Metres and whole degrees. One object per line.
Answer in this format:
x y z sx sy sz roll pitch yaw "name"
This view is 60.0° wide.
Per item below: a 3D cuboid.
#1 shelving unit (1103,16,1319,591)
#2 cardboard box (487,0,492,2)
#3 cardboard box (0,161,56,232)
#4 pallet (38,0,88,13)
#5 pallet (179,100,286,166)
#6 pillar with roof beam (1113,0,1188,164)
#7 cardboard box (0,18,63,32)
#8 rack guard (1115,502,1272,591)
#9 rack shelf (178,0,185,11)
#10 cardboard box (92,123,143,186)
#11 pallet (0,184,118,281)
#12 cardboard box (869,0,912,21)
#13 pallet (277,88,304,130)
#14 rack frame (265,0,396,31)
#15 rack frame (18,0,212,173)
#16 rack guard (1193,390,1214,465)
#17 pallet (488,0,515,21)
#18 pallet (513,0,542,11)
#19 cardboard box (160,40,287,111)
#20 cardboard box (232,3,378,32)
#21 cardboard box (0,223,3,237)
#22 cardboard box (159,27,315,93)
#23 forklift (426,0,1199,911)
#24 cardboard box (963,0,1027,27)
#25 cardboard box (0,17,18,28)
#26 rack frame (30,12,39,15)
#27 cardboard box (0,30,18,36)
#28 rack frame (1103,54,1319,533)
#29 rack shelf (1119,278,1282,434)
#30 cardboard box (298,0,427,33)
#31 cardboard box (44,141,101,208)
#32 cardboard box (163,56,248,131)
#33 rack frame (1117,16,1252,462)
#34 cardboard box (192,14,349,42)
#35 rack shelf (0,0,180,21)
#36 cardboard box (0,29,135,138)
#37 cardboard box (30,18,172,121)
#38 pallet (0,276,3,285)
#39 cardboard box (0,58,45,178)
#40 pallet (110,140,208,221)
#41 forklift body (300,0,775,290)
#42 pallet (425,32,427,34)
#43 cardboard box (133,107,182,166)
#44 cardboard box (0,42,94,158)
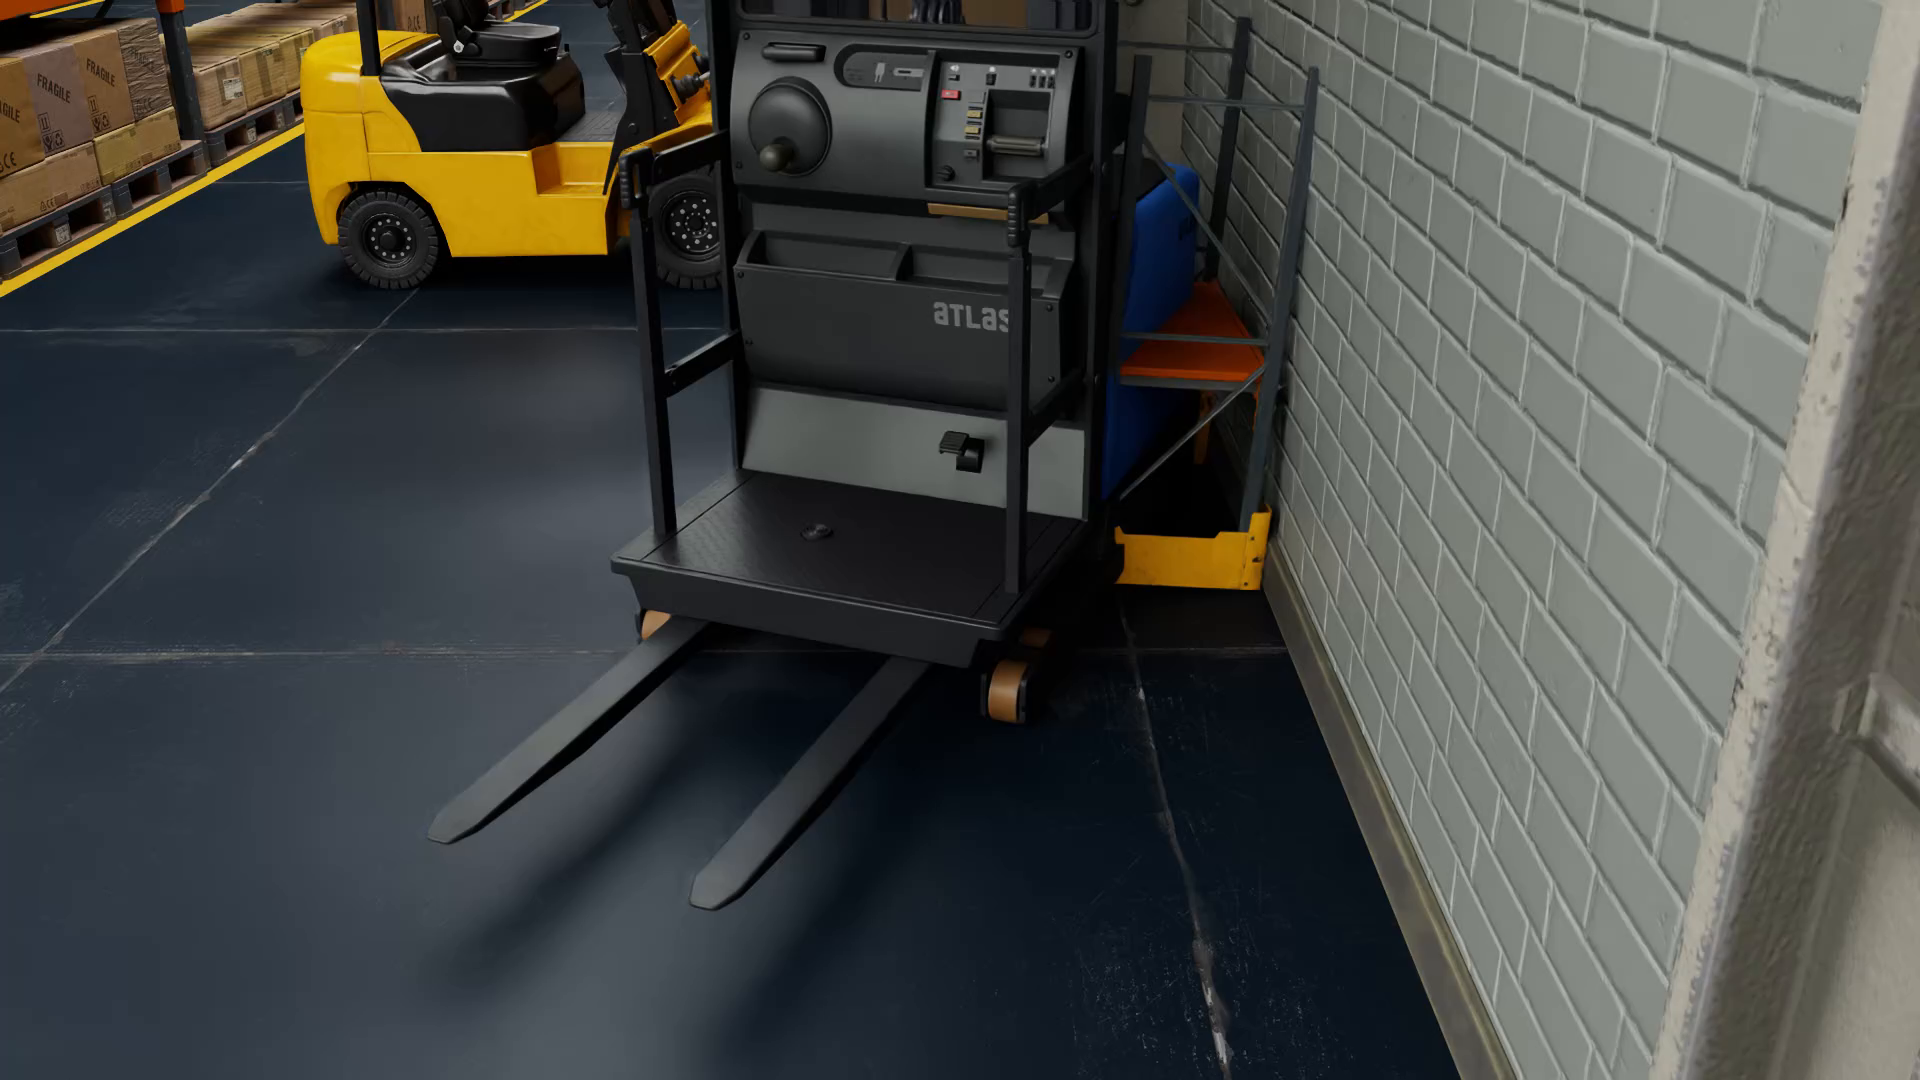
0.633 -0.769 5.078 0.587 1.500 1.083 3 24 -3 "shelving unit"
-5.147 -5.901 16.727 0.875 0.875 0.875 0 24 1 "cardboard box"
-4.852 -1.696 8.187 0.500 0.250 0.500 1 24 3 "cardboard box"
-10.225 -5.876 17.985 1.003 0.211 1.213 0 24 -1 "pallet"
-5.156 -2.687 10.935 1.003 0.211 1.213 0 24 -1 "pallet"
-3.550 -5.017 5.424 9.100 9.000 0.400 0 24 -1 "pillar with roof beam"
-5.410 -2.673 9.437 0.500 0.500 0.500 1 24 2 "cardboard box"
0.604 0.005 4.882 0.587 0.250 0.087 3 24 -3 "rack guard"
-5.168 -4.133 11.622 1.077 0.370 4.000 0 24 -1 "rack shelf"
-4.855 -2.114 9.110 0.500 0.250 0.500 -1 24 -2 "cardboard box"
-5.087 -1.586 8.500 1.003 0.211 1.213 0 24 -1 "pallet"
-0.407 -2.260 6.485 0.500 0.500 0.500 -1 24 -2 "cardboard box"
-5.173 -3.191 12.050 1.003 0.211 1.213 0 24 -1 "pallet"
-5.190 -5.285 13.296 1.000 3.000 0.127 0 24 -1 "rack frame"
-5.146 -3.637 9.651 1.000 3.000 0.127 0 24 -1 "rack frame"
0.573 -0.407 5.788 0.587 0.250 0.087 3 24 -3 "rack guard"
-5.150 -5.345 16.812 1.003 0.211 1.213 0 24 -1 "pallet"
-5.164 -5.977 18.208 1.003 0.211 1.213 0 24 -1 "pallet"
-5.166 -3.143 11.239 0.950 0.372 0.625 1 24 3 "cardboard box"
-5.194 -4.046 13.236 0.950 0.372 0.625 -2 24 -4 "cardboard box"
-4.833 -1.471 7.690 0.500 0.250 0.500 1 24 1 "cardboard box"
-5.175 -3.430 11.873 0.950 0.372 0.625 1 24 1 "cardboard box"
-0.230 -1.062 4.041 1.130 2.935 3.031 9 26 19 "forklift"
0.133 -2.263 6.493 0.500 0.500 0.500 1 24 1 "cardboard box"
-5.469 -2.916 9.188 0.380 0.149 0.250 0 24 0 "cardboard box"
-10.182 -6.869 16.799 1.000 3.000 0.127 0 24 -1 "rack frame"
-5.392 -2.452 8.949 0.500 0.500 0.500 1 24 2 "cardboard box"
0.649 -0.555 4.607 0.500 1.500 0.032 3 24 -3 "rack frame"
0.620 -0.602 5.144 0.538 0.185 1.000 3 24 -3 "rack shelf"
-5.114 -4.793 14.277 0.875 0.875 0.875 0 24 -1 "cardboard box"
-4.854 -1.904 8.647 0.500 0.250 0.500 0 24 0 "cardboard box"
-5.155 -2.847 10.584 0.950 0.372 0.625 0 24 0 "cardboard box"
0.617 -0.976 5.532 0.500 1.500 0.032 3 24 -3 "rack frame"
-5.178 -3.742 12.563 0.950 0.372 0.625 -1 24 -2 "cardboard box"
-5.125 -2.485 7.977 1.077 0.370 4.000 0 24 -1 "rack shelf"
-4.864 -2.465 8.977 0.500 0.500 0.500 0 24 0 "cardboard box"
-4.872 -2.674 9.440 0.500 0.500 0.500 -1 24 -1 "cardboard box"
-5.077 -1.084 7.391 1.003 0.211 1.213 0 24 -1 "pallet"
-4.843 -2.034 8.025 0.500 0.500 0.500 0 24 0 "cardboard box"
-5.104 -2.090 9.614 1.003 0.211 1.213 0 24 -1 "pallet"
-1.984 -2.399 7.944 2.313 2.155 1.214 0 24 -1 "forklift body"
-5.123 -4.340 14.589 1.003 0.211 1.213 0 24 -1 "pallet"
-4.871 -2.333 9.595 0.500 0.250 0.500 1 24 2 "cardboard box"
-4.858 -2.255 8.512 0.500 0.500 0.500 1 24 2 "cardboard box"
